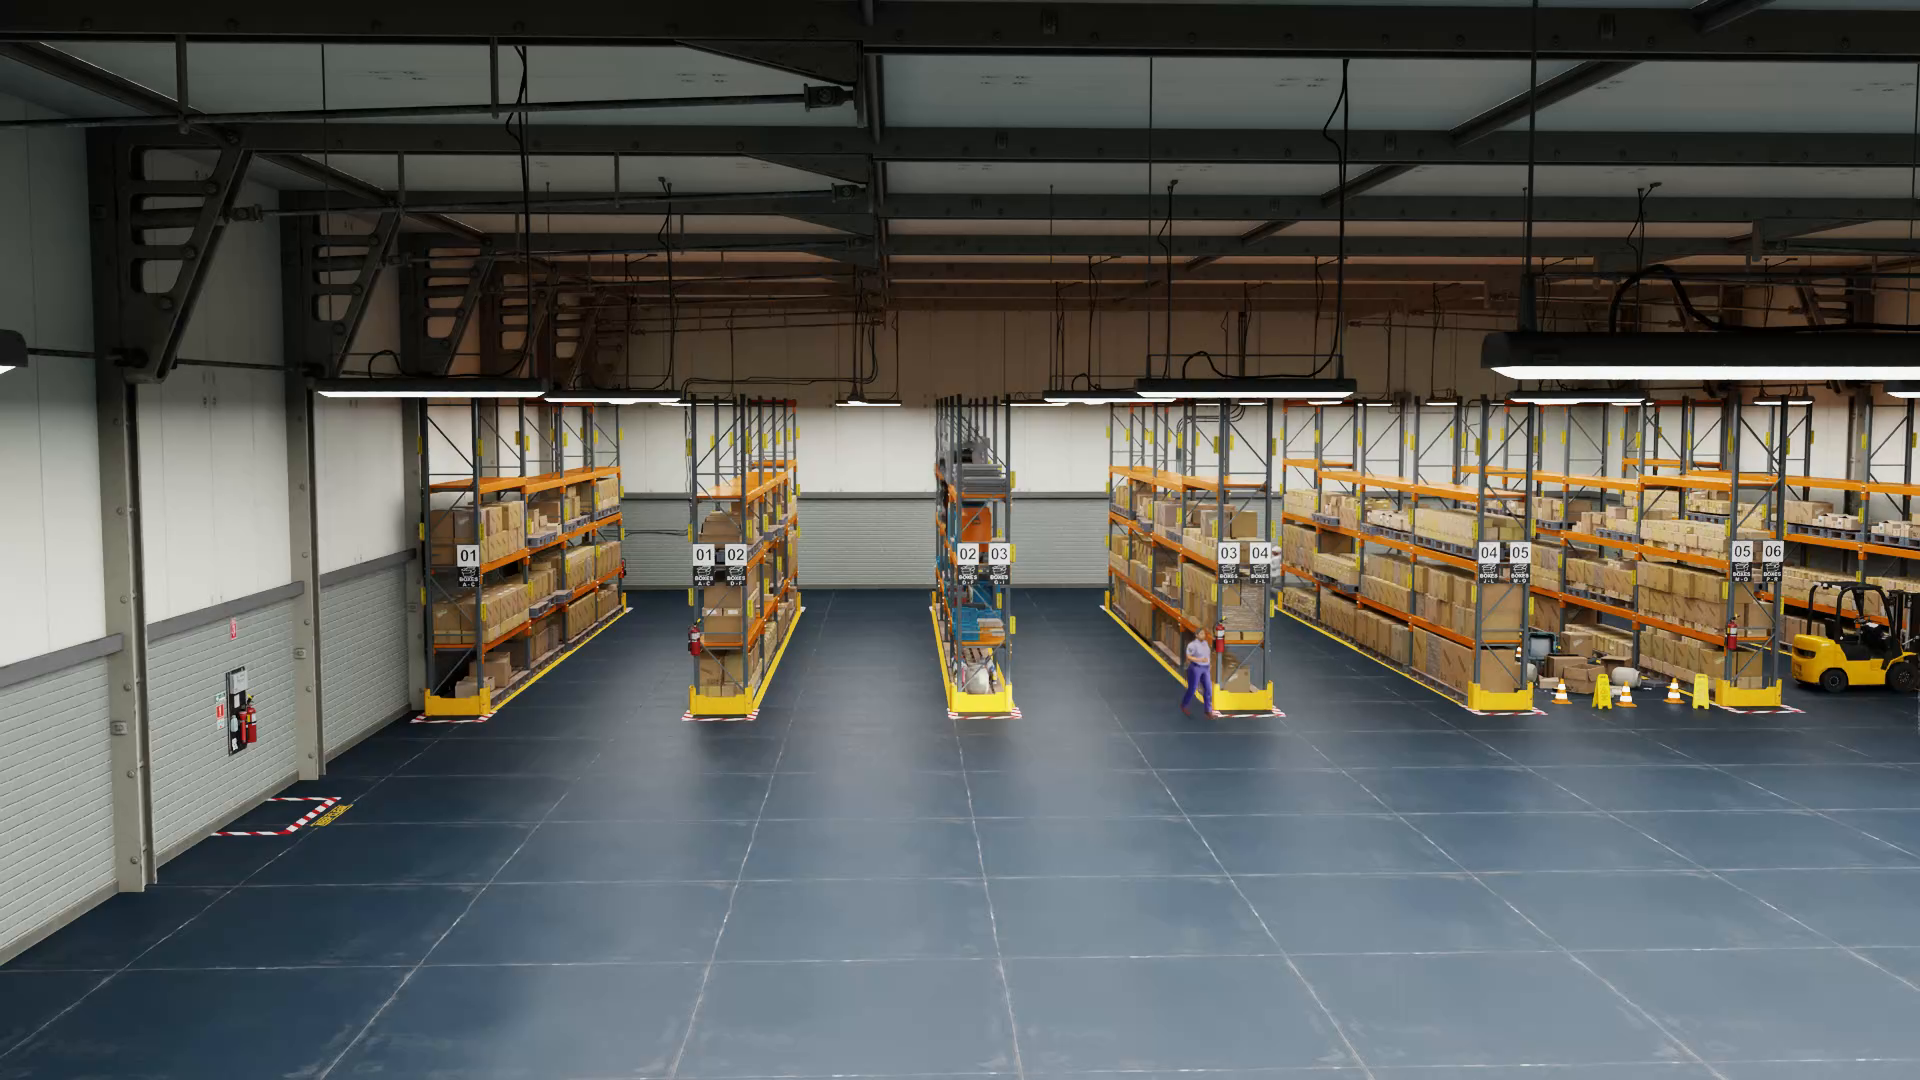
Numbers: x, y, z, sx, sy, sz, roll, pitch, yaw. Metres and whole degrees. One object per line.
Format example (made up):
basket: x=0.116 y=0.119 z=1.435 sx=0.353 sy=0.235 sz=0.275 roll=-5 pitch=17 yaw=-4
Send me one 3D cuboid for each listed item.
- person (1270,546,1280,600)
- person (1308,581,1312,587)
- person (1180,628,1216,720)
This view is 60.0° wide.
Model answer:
person: x=9.164 y=1.016 z=49.068 sx=0.770 sy=1.706 sz=0.770 roll=1 pitch=5 yaw=14
person: x=10.520 y=1.060 z=48.987 sx=0.587 sy=1.637 sz=0.556 roll=0 pitch=5 yaw=-3
person: x=4.436 y=2.457 z=30.866 sx=0.616 sy=1.671 sz=0.820 roll=-3 pitch=5 yaw=-31
